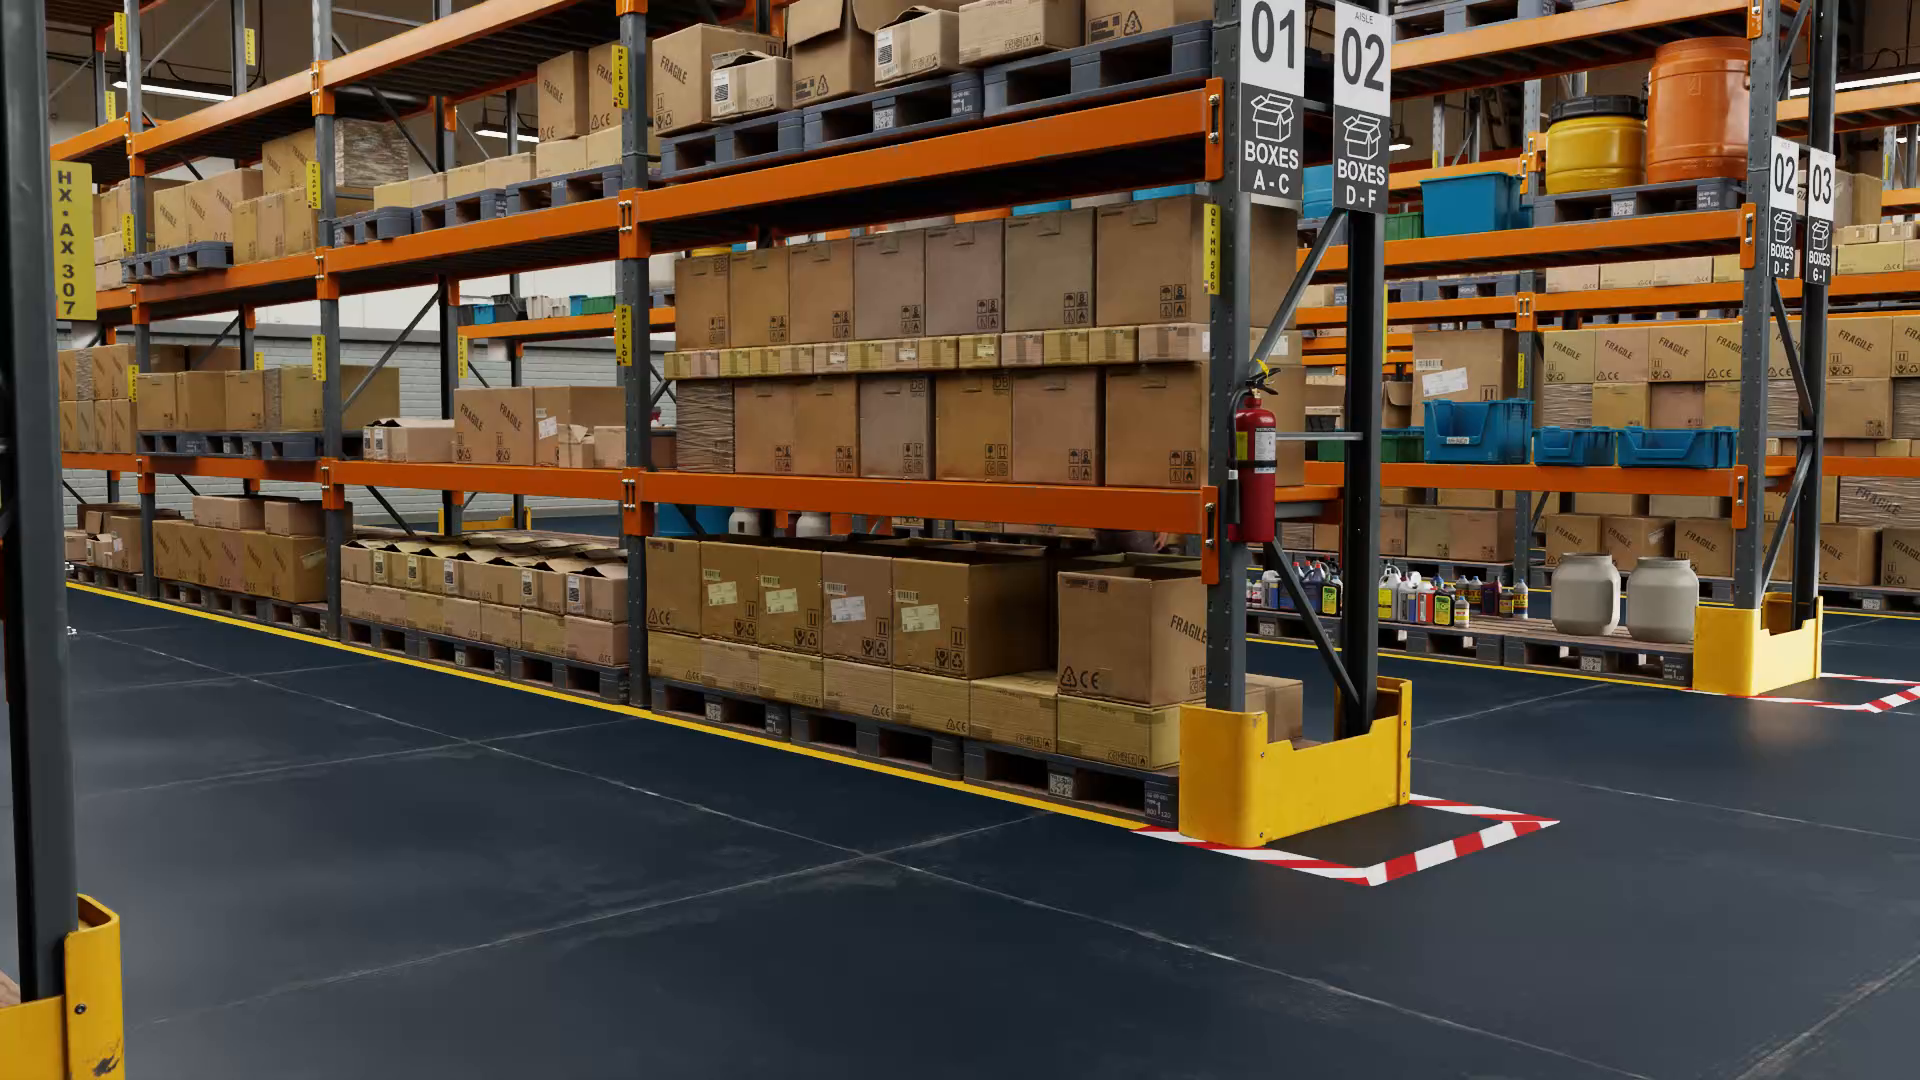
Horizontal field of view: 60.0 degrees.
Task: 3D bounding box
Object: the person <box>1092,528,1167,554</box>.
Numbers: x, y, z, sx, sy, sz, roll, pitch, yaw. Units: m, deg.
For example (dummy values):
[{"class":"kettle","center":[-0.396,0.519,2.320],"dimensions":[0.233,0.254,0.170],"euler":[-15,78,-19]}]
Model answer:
[{"class":"person","center":[1.107,-0.064,11.066],"dimensions":[0.581,1.719,0.427],"euler":[4,5,43]}]
